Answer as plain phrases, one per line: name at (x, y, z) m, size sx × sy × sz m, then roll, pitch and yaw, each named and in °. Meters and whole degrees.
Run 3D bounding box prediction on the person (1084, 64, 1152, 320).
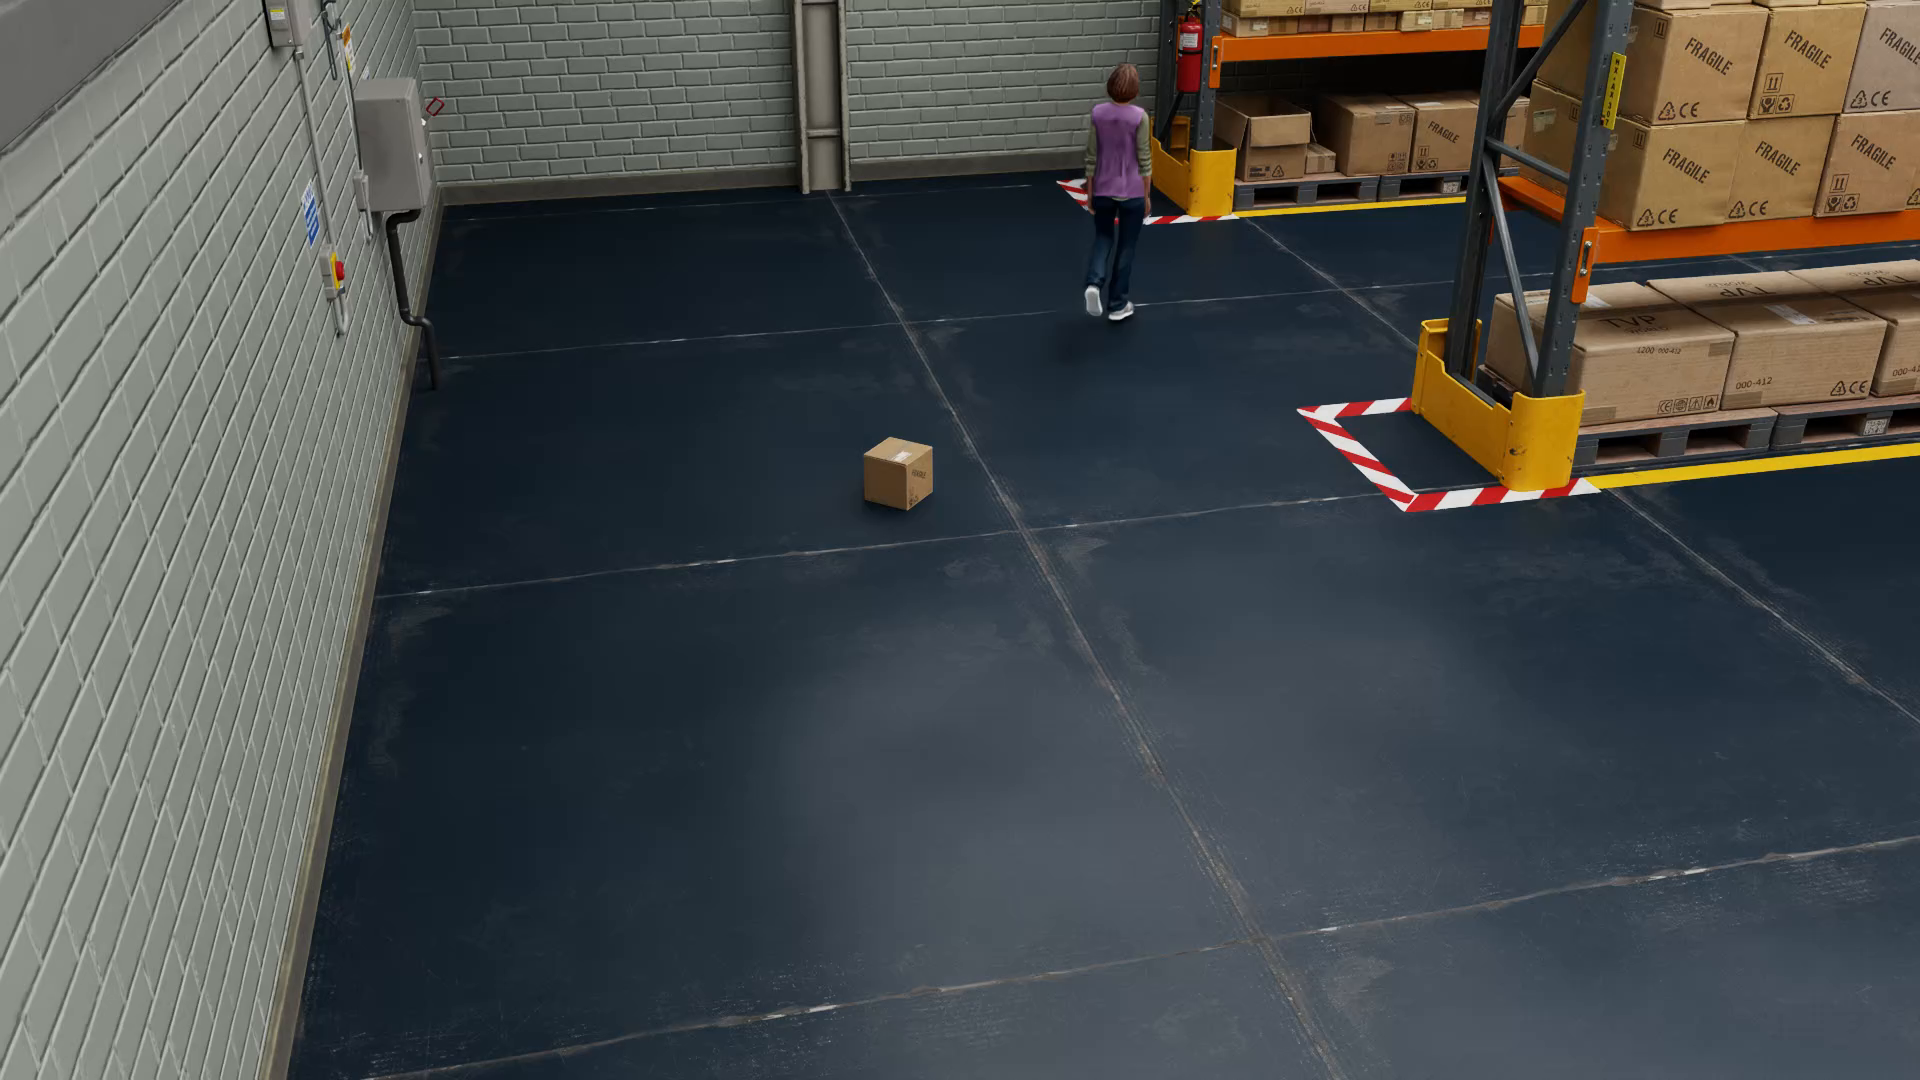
person at (0.958, -2.110, 10.195) m, size 0.413 × 1.590 × 0.448 m, roll 12°, pitch 29°, yaw 21°
